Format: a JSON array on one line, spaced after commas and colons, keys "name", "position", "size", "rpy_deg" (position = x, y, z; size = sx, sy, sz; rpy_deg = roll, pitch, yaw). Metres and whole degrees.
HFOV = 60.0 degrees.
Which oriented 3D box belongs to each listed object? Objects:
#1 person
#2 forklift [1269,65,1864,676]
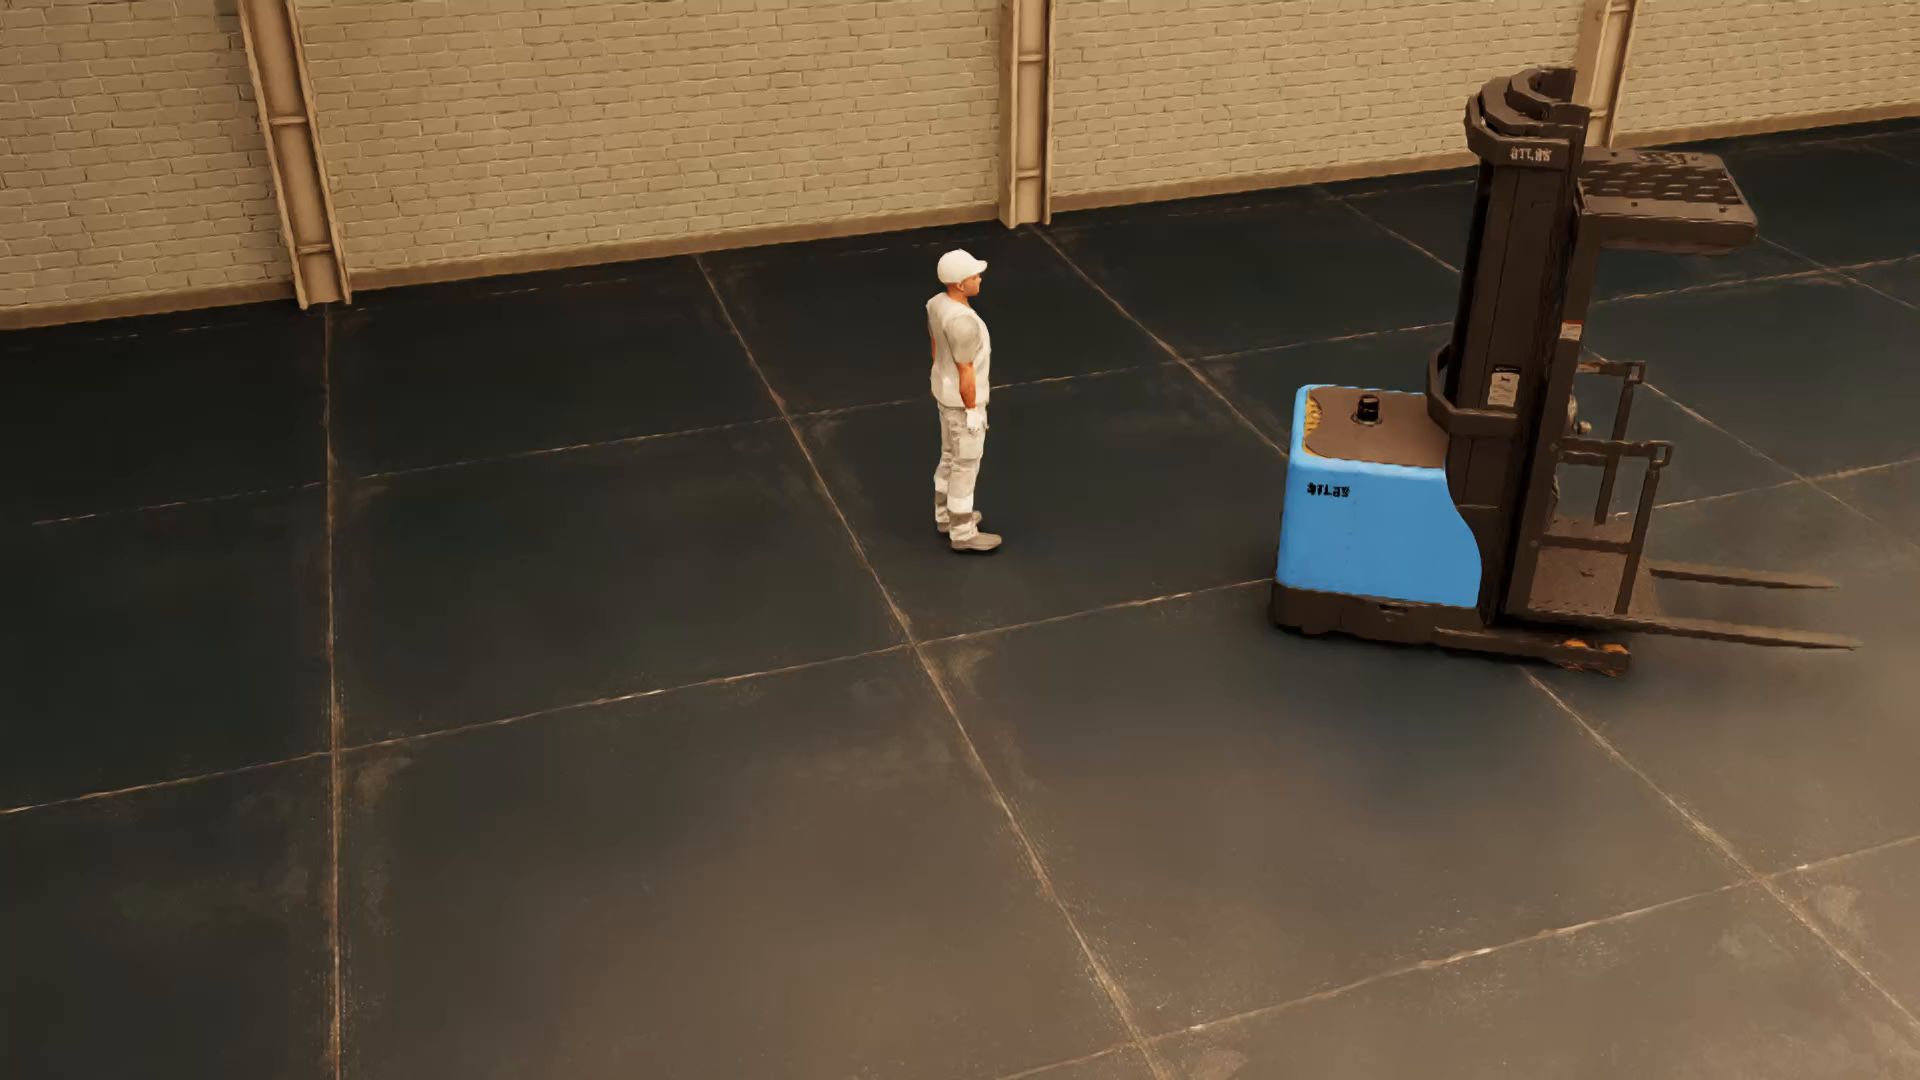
[{"name": "person", "position": [0.019, -0.815, 9.566], "size": [0.349, 1.795, 0.540], "rpy_deg": [-10, 31, -16]}, {"name": "forklift", "position": [3.278, -0.846, 8.557], "size": [3.031, 2.935, 1.130], "rpy_deg": [6, 31, 11]}]
